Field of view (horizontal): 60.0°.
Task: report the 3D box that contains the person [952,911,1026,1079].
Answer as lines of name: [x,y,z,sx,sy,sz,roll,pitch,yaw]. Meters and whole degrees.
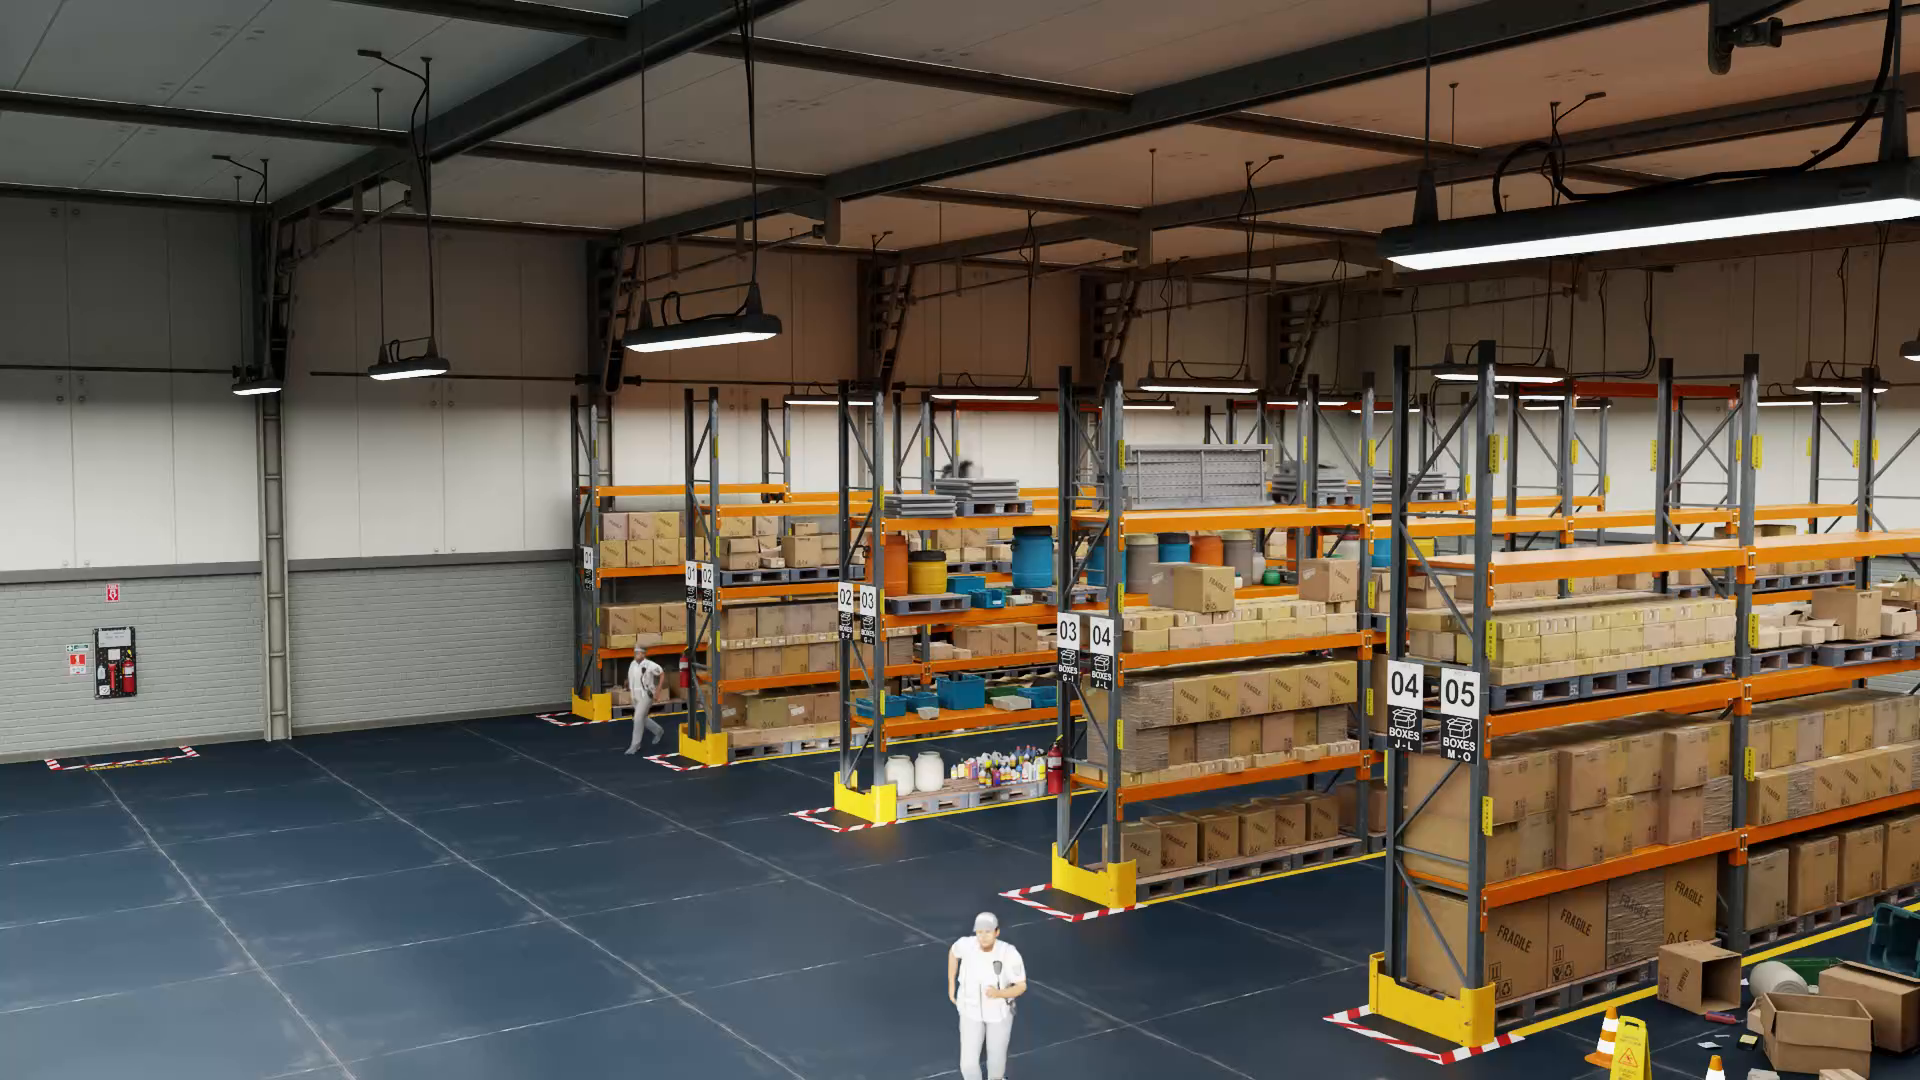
person: [0.216,3.593,12.501,0.584,1.698,0.789,1,3,9]

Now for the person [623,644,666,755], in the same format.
person: [-5.277,2.613,27.717,0.695,1.781,0.939,3,4,38]
